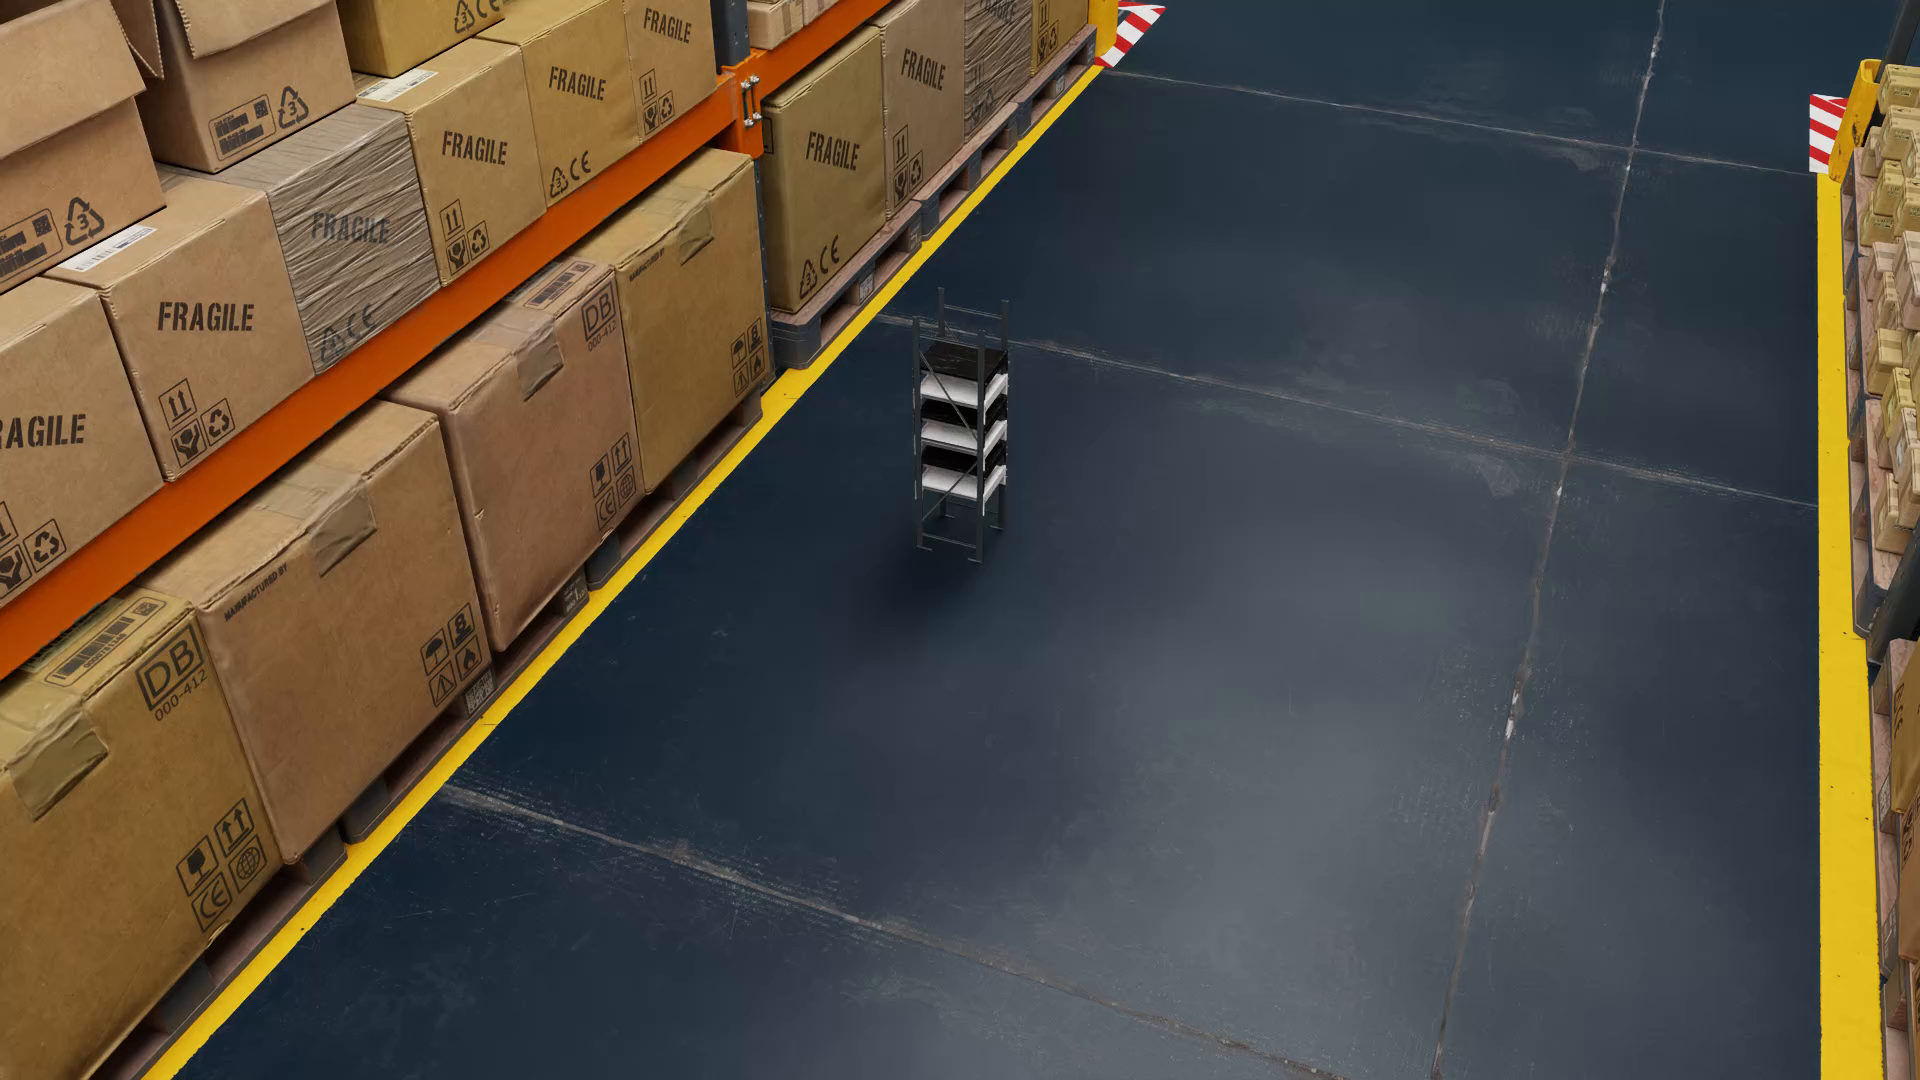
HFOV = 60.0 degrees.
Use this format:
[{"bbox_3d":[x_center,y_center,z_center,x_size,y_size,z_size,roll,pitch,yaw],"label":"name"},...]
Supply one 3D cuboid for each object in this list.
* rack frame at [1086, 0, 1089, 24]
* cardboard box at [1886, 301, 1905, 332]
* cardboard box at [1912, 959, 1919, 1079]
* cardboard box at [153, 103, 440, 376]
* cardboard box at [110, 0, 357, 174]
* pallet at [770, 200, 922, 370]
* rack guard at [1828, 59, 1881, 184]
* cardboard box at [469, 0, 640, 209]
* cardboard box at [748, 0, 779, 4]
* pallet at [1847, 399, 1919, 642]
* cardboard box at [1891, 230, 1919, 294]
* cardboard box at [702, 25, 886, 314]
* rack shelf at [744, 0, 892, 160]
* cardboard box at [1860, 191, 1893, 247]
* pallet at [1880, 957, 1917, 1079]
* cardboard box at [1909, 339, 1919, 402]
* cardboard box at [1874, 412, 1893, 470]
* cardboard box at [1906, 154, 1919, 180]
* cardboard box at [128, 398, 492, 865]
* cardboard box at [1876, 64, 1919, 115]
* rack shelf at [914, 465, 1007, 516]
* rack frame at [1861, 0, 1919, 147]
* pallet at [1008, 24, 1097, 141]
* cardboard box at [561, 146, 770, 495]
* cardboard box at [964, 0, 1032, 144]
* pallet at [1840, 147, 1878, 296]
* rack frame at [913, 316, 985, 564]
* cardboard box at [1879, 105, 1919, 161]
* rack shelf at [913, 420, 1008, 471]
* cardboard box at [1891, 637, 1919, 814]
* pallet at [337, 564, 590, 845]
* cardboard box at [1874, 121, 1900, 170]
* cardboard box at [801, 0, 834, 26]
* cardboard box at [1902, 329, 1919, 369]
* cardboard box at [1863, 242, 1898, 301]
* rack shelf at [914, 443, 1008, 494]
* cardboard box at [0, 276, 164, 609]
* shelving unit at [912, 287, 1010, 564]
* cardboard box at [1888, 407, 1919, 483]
[{"bbox_3d":[0.308,-4.131,8.771,1.000,3.000,0.127,14,39,18],"label":"rack frame"},{"bbox_3d":[3.724,-0.753,6.283,0.380,0.149,0.250,15,39,19],"label":"cardboard box"},{"bbox_3d":[2.421,1.038,3.593,0.500,0.500,0.500,15,39,19],"label":"cardboard box"},{"bbox_3d":[-1.722,-0.795,4.225,0.500,0.500,0.500,14,39,18],"label":"cardboard box"},{"bbox_3d":[-1.943,-1.277,4.032,0.797,0.503,0.637,15,39,19],"label":"cardboard box"},{"bbox_3d":[-0.852,-1.202,7.182,1.003,0.211,1.213,14,39,18],"label":"pallet"},{"bbox_3d":[4.827,-1.902,7.876,1.175,0.500,0.348,14,39,18],"label":"rack guard"},{"bbox_3d":[-1.334,-1.363,4.984,0.500,0.500,0.500,15,39,19],"label":"cardboard box"},{"bbox_3d":[-0.793,-2.176,6.032,0.500,0.250,0.500,13,39,17],"label":"cardboard box"},{"bbox_3d":[3.557,0.007,5.565,1.003,0.211,1.213,14,39,18],"label":"pallet"},{"bbox_3d":[3.657,-0.990,6.103,0.380,0.149,0.250,13,39,16],"label":"cardboard box"},{"bbox_3d":[-0.889,-1.580,6.783,0.875,0.875,0.875,14,39,18],"label":"cardboard box"},{"bbox_3d":[-0.453,-2.735,7.505,1.077,0.370,4.000,14,39,18],"label":"rack shelf"},{"bbox_3d":[4.050,-1.335,7.061,0.380,0.149,0.250,14,39,18],"label":"cardboard box"},{"bbox_3d":[2.577,1.496,3.572,1.003,0.211,1.213,14,39,18],"label":"pallet"},{"bbox_3d":[3.378,-0.541,5.502,0.380,0.149,0.250,13,39,17],"label":"cardboard box"},{"bbox_3d":[3.386,-0.337,5.726,0.380,0.149,0.250,13,39,16],"label":"cardboard box"},{"bbox_3d":[4.003,-1.399,6.650,0.380,0.149,0.250,15,39,20],"label":"cardboard box"},{"bbox_3d":[-2.108,0.112,4.518,1.225,0.875,0.875,14,39,18],"label":"cardboard box"},{"bbox_3d":[4.343,-1.997,7.450,0.380,0.149,0.250,12,38,16],"label":"cardboard box"},{"bbox_3d":[0.003,-0.194,5.614,0.258,0.077,0.200,14,39,18],"label":"rack shelf"},{"bbox_3d":[4.856,-2.945,7.184,1.000,3.000,0.127,14,39,18],"label":"rack frame"},{"bbox_3d":[0.076,-2.553,8.990,1.003,0.211,1.213,14,39,18],"label":"pallet"},{"bbox_3d":[-1.439,-0.874,5.838,1.225,0.875,0.875,14,39,18],"label":"cardboard box"},{"bbox_3d":[-0.208,-2.571,8.109,0.875,0.875,0.875,14,39,18],"label":"cardboard box"},{"bbox_3d":[4.486,-1.344,7.372,1.003,0.211,1.213,14,39,18],"label":"pallet"},{"bbox_3d":[-0.036,-0.309,5.411,0.240,0.900,0.006,14,39,18],"label":"rack frame"},{"bbox_3d":[4.135,-1.706,7.061,0.380,0.149,0.250,14,39,18],"label":"cardboard box"},{"bbox_3d":[0.003,-0.338,5.507,0.258,0.077,0.200,14,39,18],"label":"rack shelf"},{"bbox_3d":[2.808,0.452,4.378,0.500,0.500,0.500,15,39,19],"label":"cardboard box"},{"bbox_3d":[-1.901,0.323,5.141,1.003,0.211,1.213,14,39,18],"label":"pallet"},{"bbox_3d":[4.263,-1.720,7.328,0.380,0.149,0.250,14,39,18],"label":"cardboard box"},{"bbox_3d":[-0.694,-2.049,6.195,0.380,0.149,0.250,13,39,16],"label":"cardboard box"},{"bbox_3d":[3.602,-0.690,5.949,0.380,0.149,0.250,15,39,19],"label":"cardboard box"},{"bbox_3d":[3.866,-1.054,6.685,0.380,0.149,0.250,12,38,16],"label":"cardboard box"},{"bbox_3d":[0.003,-0.266,5.560,0.258,0.077,0.200,14,39,18],"label":"rack shelf"},{"bbox_3d":[-2.105,-0.235,3.475,0.500,0.500,0.500,13,39,17],"label":"cardboard box"},{"bbox_3d":[0.003,-0.365,5.487,0.258,0.900,0.210,14,39,18],"label":"shelving unit"},{"bbox_3d":[3.252,-0.275,5.395,0.380,0.149,0.250,12,38,16],"label":"cardboard box"}]
